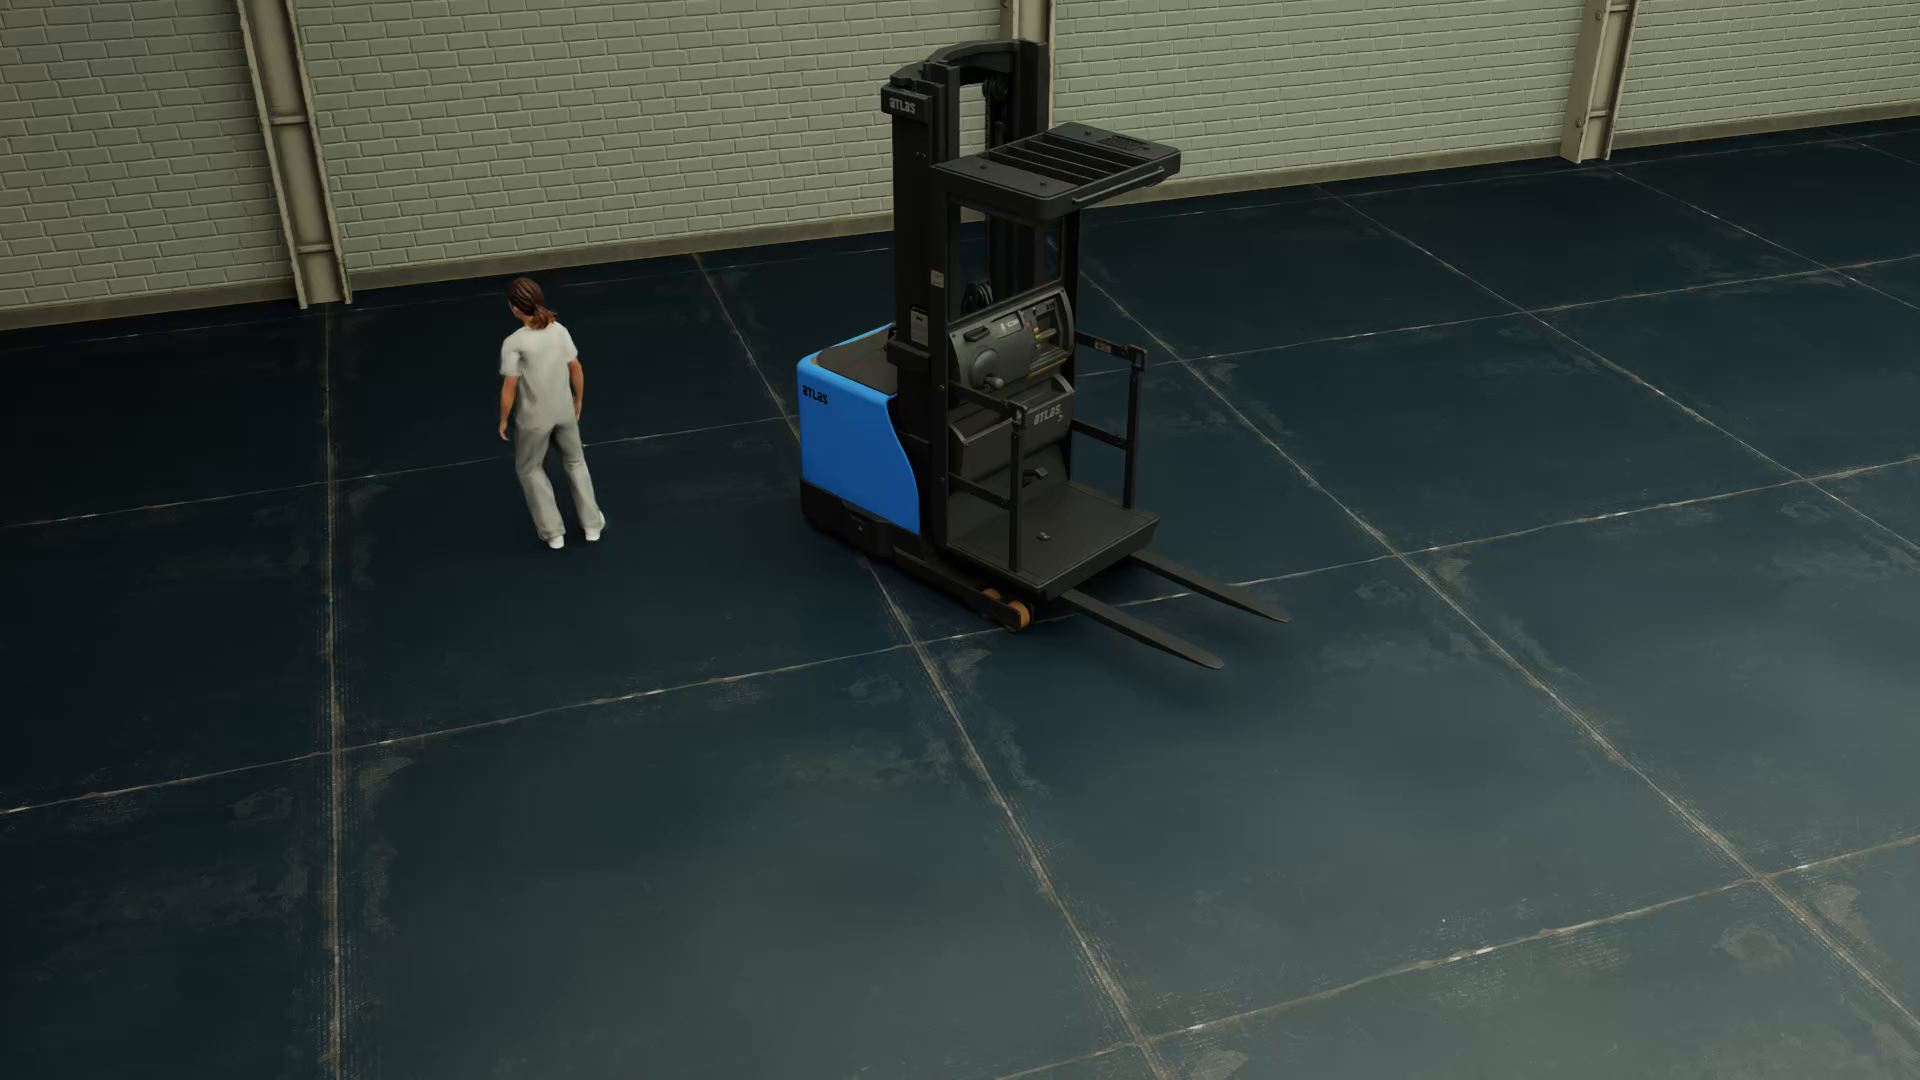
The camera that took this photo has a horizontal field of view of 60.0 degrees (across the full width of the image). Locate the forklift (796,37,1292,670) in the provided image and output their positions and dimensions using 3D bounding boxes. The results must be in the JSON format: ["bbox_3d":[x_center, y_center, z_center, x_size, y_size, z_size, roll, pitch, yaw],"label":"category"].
[{"bbox_3d":[0.443,-1.061,8.931,3.031,2.935,1.130,25,38,37],"label":"forklift"}]

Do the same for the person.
[{"bbox_3d":[-2.386,-0.732,9.645,0.579,1.653,0.361,-25,38,-37],"label":"person"}]
